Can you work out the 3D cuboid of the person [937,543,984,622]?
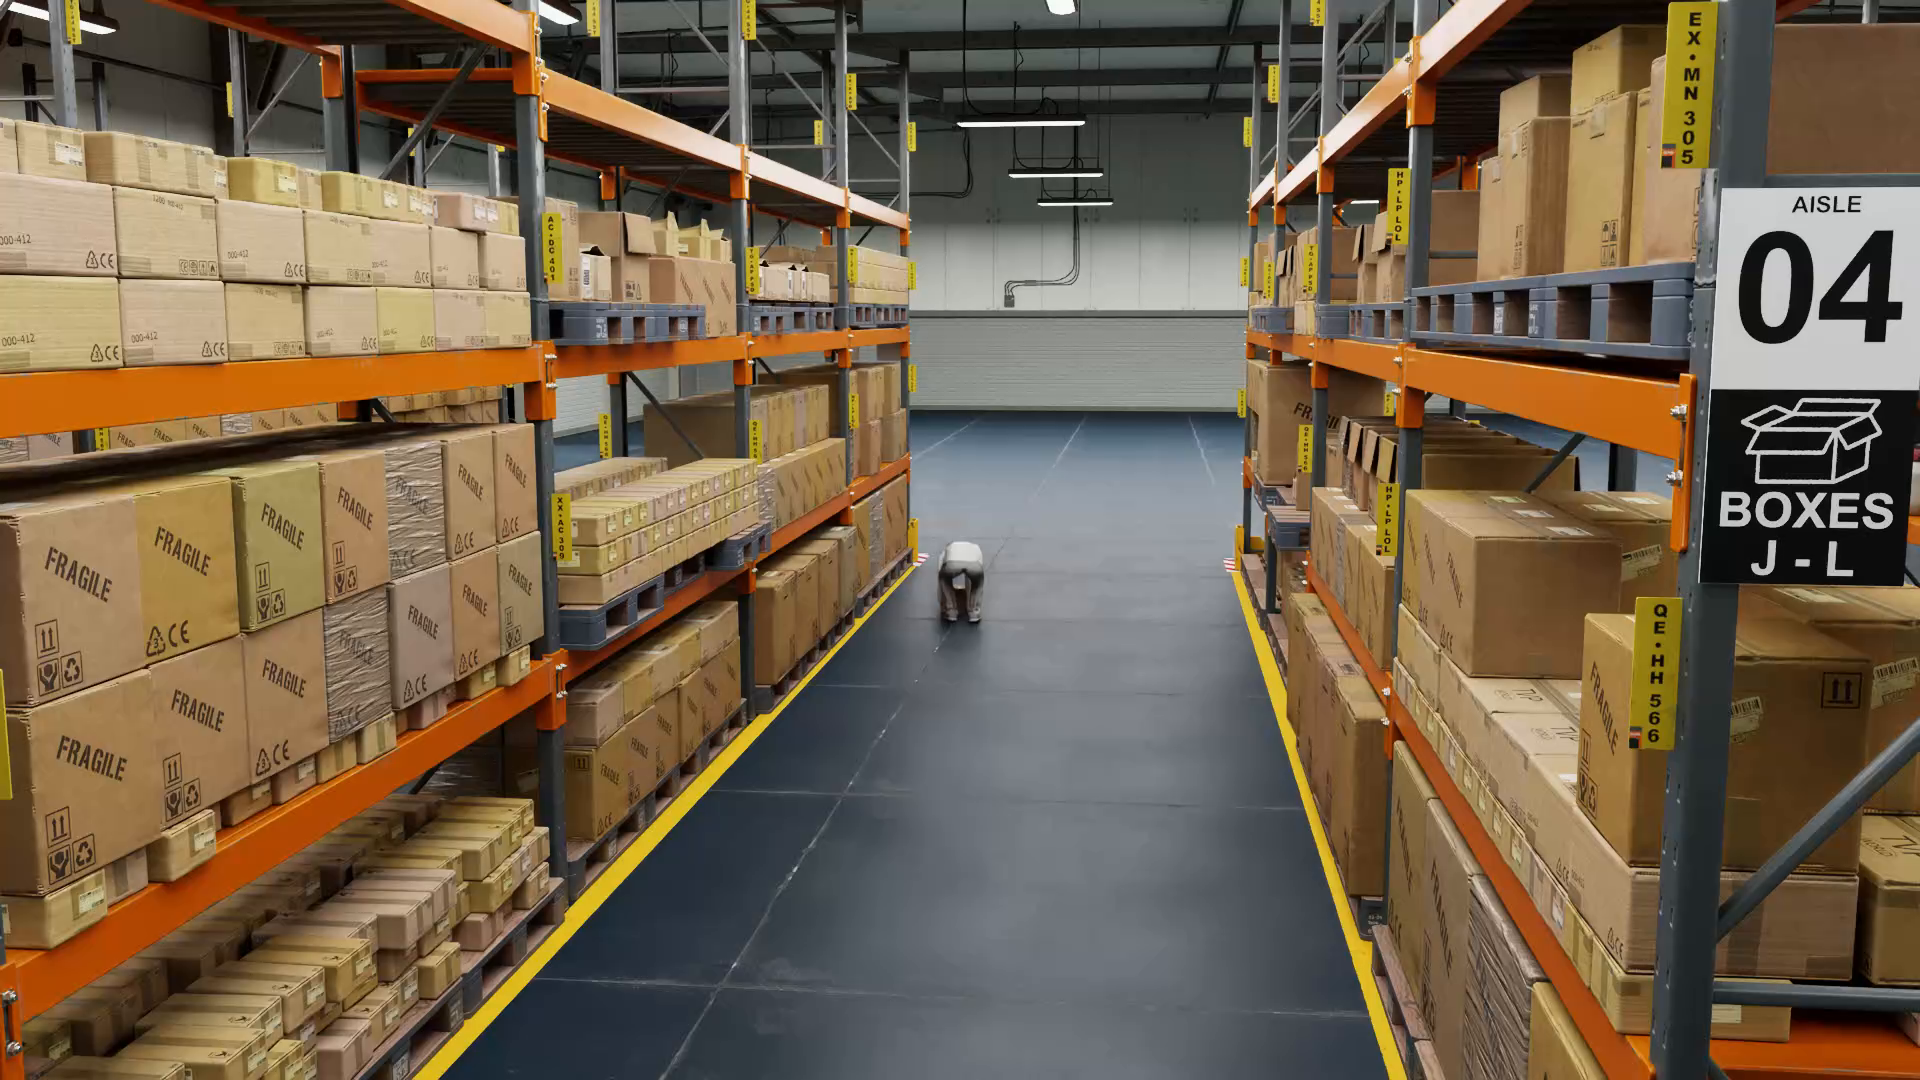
[{"bbox_3d":[0.013,0.405,16.297,0.452,0.818,0.950,0,8,-3],"label":"person"}]
